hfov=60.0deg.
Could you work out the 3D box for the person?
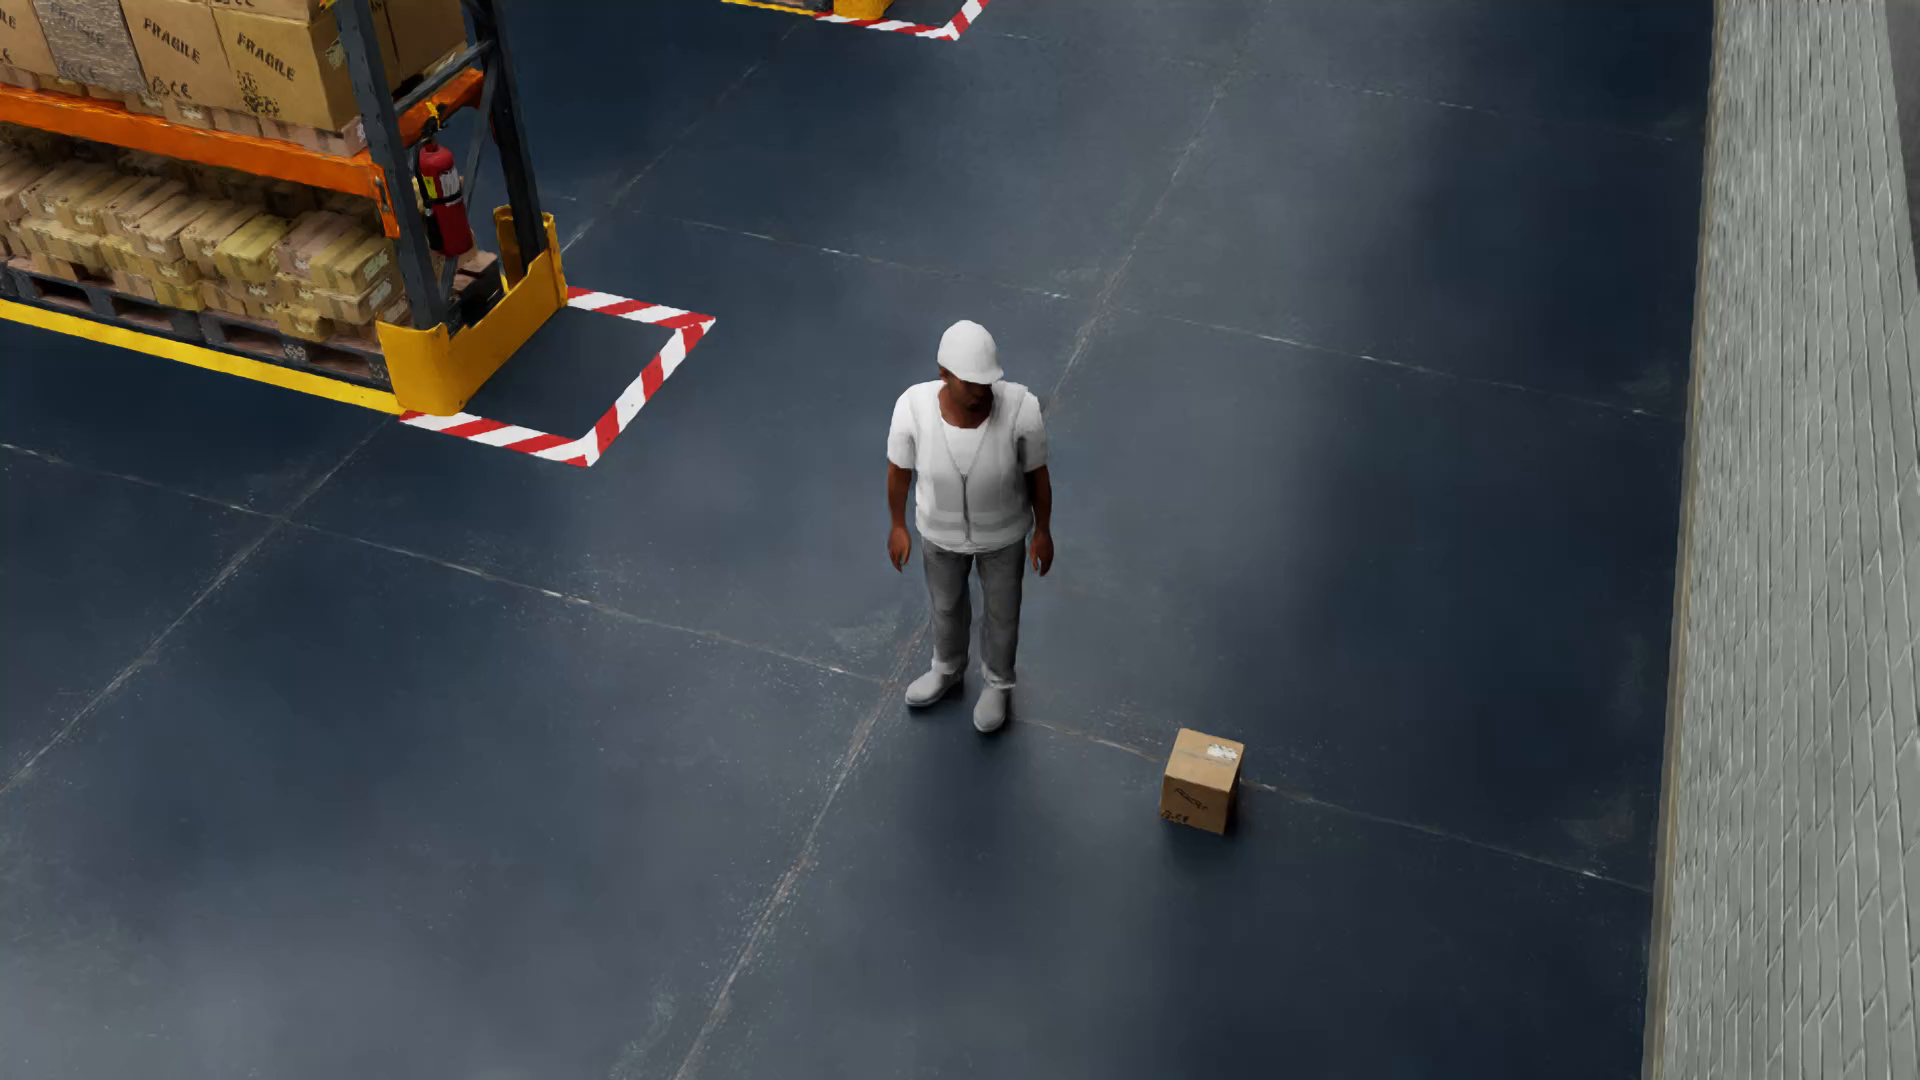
[{"bbox_3d":[0.036,-0.025,6.130,0.624,1.773,0.413,5,41,5],"label":"person"}]
